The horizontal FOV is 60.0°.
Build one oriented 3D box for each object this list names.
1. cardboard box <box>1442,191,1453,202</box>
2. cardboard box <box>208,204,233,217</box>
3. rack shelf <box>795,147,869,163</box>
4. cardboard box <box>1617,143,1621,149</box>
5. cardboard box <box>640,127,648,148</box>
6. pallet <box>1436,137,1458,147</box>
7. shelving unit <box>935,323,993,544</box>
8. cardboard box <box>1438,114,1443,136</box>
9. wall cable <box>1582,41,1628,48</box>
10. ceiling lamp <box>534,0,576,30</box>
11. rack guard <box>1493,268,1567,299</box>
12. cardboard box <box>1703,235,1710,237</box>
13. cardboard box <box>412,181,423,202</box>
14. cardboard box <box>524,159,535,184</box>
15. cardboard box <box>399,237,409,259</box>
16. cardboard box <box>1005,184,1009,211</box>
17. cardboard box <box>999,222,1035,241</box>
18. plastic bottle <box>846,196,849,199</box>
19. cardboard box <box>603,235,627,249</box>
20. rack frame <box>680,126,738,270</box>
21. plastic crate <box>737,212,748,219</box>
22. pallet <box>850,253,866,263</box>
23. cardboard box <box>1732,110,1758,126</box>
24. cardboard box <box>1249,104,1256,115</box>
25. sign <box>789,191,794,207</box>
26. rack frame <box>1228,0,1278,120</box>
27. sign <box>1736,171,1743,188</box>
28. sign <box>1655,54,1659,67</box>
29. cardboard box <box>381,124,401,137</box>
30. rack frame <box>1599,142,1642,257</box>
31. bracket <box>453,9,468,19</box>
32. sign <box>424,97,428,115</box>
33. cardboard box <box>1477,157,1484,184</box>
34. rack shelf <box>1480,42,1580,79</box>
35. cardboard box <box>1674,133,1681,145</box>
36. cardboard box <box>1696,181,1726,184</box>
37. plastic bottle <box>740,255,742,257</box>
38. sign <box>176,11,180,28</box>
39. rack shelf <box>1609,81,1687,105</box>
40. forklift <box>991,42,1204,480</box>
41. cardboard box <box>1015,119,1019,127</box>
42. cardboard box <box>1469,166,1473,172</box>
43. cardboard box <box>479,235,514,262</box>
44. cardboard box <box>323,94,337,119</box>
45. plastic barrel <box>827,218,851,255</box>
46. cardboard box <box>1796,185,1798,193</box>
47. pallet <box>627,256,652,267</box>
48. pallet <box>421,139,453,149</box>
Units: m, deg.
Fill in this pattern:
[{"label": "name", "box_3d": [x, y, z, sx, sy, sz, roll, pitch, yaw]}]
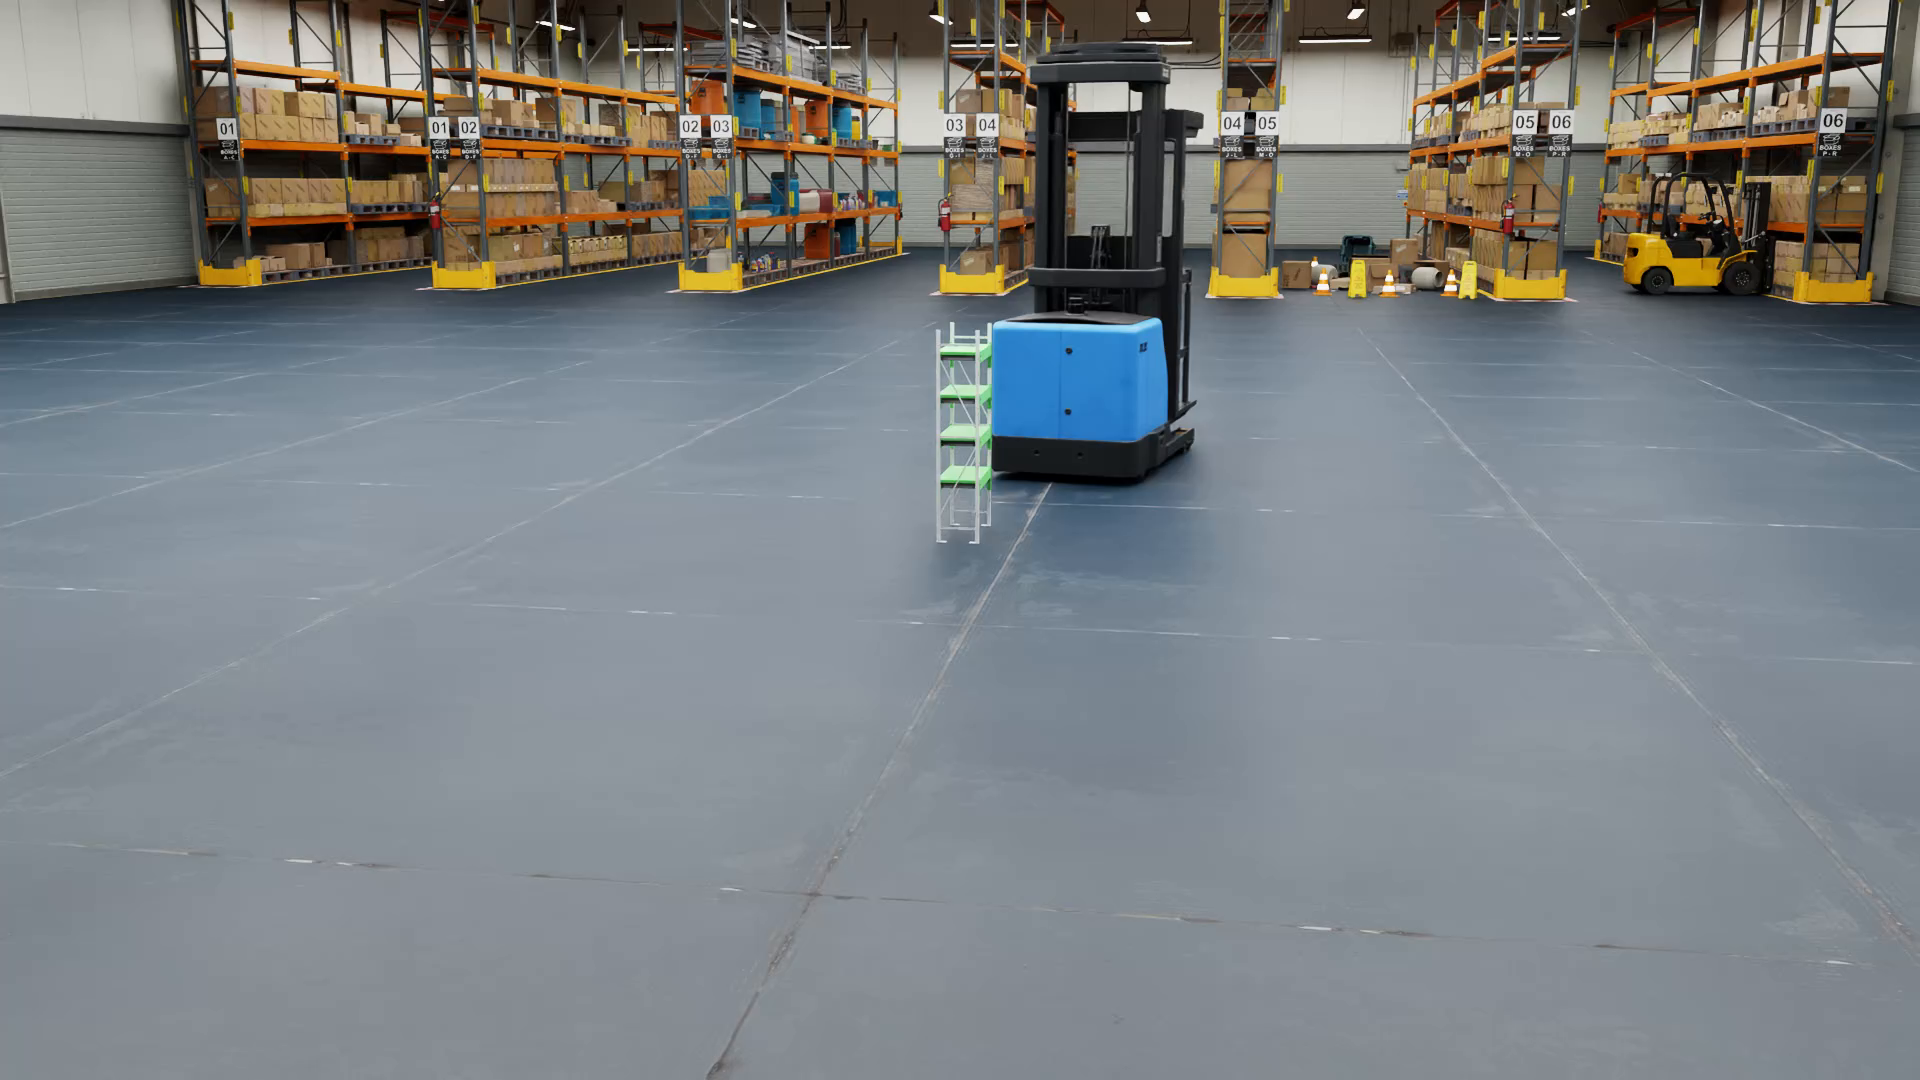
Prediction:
[{"label": "cardboard box", "box_3d": [11.055, -7.660, 37.086, 0.500, 0.250, 0.500, 2, 12, 8]}, {"label": "cardboard box", "box_3d": [-14.593, -6.557, 33.107, 0.500, 0.250, 0.500, 2, 12, 9]}, {"label": "rack shelf", "box_3d": [-3.147, -9.392, 40.543, 1.077, 0.370, 4.000, 2, 12, 9]}, {"label": "cardboard box", "box_3d": [16.845, -9.958, 42.057, 0.380, 0.149, 0.250, 2, 12, 8]}, {"label": "cardboard box", "box_3d": [-8.156, -9.844, 40.694, 0.910, 0.500, 0.500, 2, 12, 9]}, {"label": "pallet", "box_3d": [11.448, -9.122, 38.031, 1.003, 0.211, 1.213, 2, 12, 11]}, {"label": "shelving unit", "box_3d": [0.025, -0.621, 9.527, 0.258, 1.200, 0.503, 2, 12, 9]}, {"label": "cardboard box", "box_3d": [11.216, -9.476, 37.992, 0.500, 0.500, 0.500, 2, 12, 9]}, {"label": "wall cable", "box_3d": [19.500, -15.670, 47.643, 2.988, 3.039, 0.133, 2, 12, 9]}, {"label": "ceiling lamp", "box_3d": [-9.984, -14.536, 41.729, 0.800, 3.185, 2.000, 2, 12, 9]}, {"label": "rack guard", "box_3d": [10.013, -4.508, 29.226, 1.175, 0.500, 0.348, 2, 12, 9]}, {"label": "cardboard box", "box_3d": [16.525, -6.619, 36.481, 0.380, 0.149, 0.250, 3, 12, 12]}, {"label": "cardboard box", "box_3d": [-13.306, -8.348, 39.828, 0.700, 0.500, 0.500, 0, 12, 2]}, {"label": "cardboard box", "box_3d": [-9.179, -7.571, 34.187, 0.700, 0.500, 0.500, 2, 12, 9]}, {"label": "cardboard box", "box_3d": [-13.497, -6.920, 39.374, 0.700, 0.500, 0.500, 2, 12, 9]}, {"label": "cardboard box", "box_3d": [0.487, -6.658, 32.323, 0.875, 0.500, 0.500, 2, 12, 9]}, {"label": "cardboard box", "box_3d": [1.566, -7.010, 38.949, 1.225, 0.875, 0.875, 1, 12, 6]}, {"label": "plastic bottle", "box_3d": [-2.828, -8.434, 41.626, 0.144, 0.351, 0.185, 2, 12, 9]}, {"label": "cardboard box", "box_3d": [-8.185, -7.041, 39.243, 0.500, 0.311, 0.500, 2, 12, 10]}, {"label": "rack frame", "box_3d": [-4.685, -6.196, 31.124, 1.000, 3.000, 0.127, 2, 12, 9]}, {"label": "plastic crate", "box_3d": [-4.229, -6.243, 31.967, 0.298, 0.136, 0.250, 2, 12, 9]}, {"label": "pallet", "box_3d": [-2.999, -7.172, 42.269, 1.003, 0.211, 1.213, 2, 12, 9]}, {"label": "cardboard box", "box_3d": [15.392, -8.222, 32.384, 0.500, 0.311, 0.500, 1, 12, 7]}, {"label": "cardboard box", "box_3d": [5.576, -7.949, 30.555, 0.500, 0.250, 0.500, 2, 12, 8]}, {"label": "sign", "box_3d": [-3.528, -7.144, 34.865, 0.100, 0.325, 0.005, 2, 12, 9]}, {"label": "rack frame", "box_3d": [5.710, -9.619, 32.767, 1.000, 3.000, 0.127, 2, 12, 9]}, {"label": "sign", "box_3d": [14.984, -6.930, 31.969, 0.100, 0.325, 0.005, 2, 12, 9]}, {"label": "sign", "box_3d": [17.913, -12.329, 42.751, 0.100, 0.325, 0.005, 2, 12, 9]}, {"label": "cardboard box", "box_3d": [-13.534, -9.442, 38.773, 0.797, 0.503, 0.637, 4, 13, 17]}, {"label": "rack frame", "box_3d": [17.367, -8.885, 43.601, 1.000, 3.000, 0.127, 2, 12, 9]}, {"label": "bracket", "box_3d": [-13.088, -13.783, 43.545, 0.235, 0.232, 0.430, 2, 12, 9]}, {"label": "sign", "box_3d": [-10.113, -8.238, 31.566, 0.100, 0.325, 0.005, 2, 12, 9]}, {"label": "cardboard box", "box_3d": [10.131, -6.936, 31.242, 0.700, 0.500, 0.500, 2, 12, 7]}, {"label": "rack shelf", "box_3d": [10.309, -8.710, 30.265, 1.077, 0.370, 4.000, 2, 12, 9]}, {"label": "cardboard box", "box_3d": [16.053, -8.832, 36.591, 0.500, 0.250, 0.500, 2, 12, 9]}, {"label": "cardboard box", "box_3d": [16.371, -7.576, 36.293, 0.500, 0.500, 0.500, 2, 12, 11]}, {"label": "plastic bottle", "box_3d": [-4.574, -5.792, 34.670, 0.152, 0.276, 0.135, 2, 12, 11]}, {"label": "sign", "box_3d": [-15.019, -10.006, 31.969, 0.100, 0.325, 0.005, 2, 12, 9]}, {"label": "rack shelf", "box_3d": [17.060, -11.048, 41.113, 1.077, 0.370, 4.000, 2, 12, 9]}, {"label": "forklift", "box_3d": [1.156, -2.108, 12.316, 1.130, 2.935, 3.031, 4, 13, 19]}, {"label": "cardboard box", "box_3d": [0.959, -8.213, 32.773, 0.380, 0.149, 0.250, 1, 12, 7]}, {"label": "cardboard box", "box_3d": [10.558, -7.511, 33.746, 0.380, 0.149, 0.250, 2, 12, 7]}, {"label": "cardboard box", "box_3d": [-9.201, -5.794, 33.006, 0.500, 0.500, 0.500, 2, 12, 9]}, {"label": "cardboard box", "box_3d": [-13.668, -9.250, 35.518, 0.500, 0.500, 0.500, 1, 12, 4]}, {"label": "plastic barrel", "box_3d": [-3.049, -7.613, 41.685, 0.600, 0.901, 0.708, 2, 12, 9]}, {"label": "cardboard box", "box_3d": [14.794, -6.108, 28.937, 0.380, 0.149, 0.250, 2, 12, 10]}, {"label": "pallet", "box_3d": [-8.196, -6.814, 40.609, 1.003, 0.211, 1.213, 2, 12, 9]}, {"label": "pallet", "box_3d": [-13.197, -9.692, 40.674, 1.213, 0.211, 1.003, 2, 12, 11]}]
